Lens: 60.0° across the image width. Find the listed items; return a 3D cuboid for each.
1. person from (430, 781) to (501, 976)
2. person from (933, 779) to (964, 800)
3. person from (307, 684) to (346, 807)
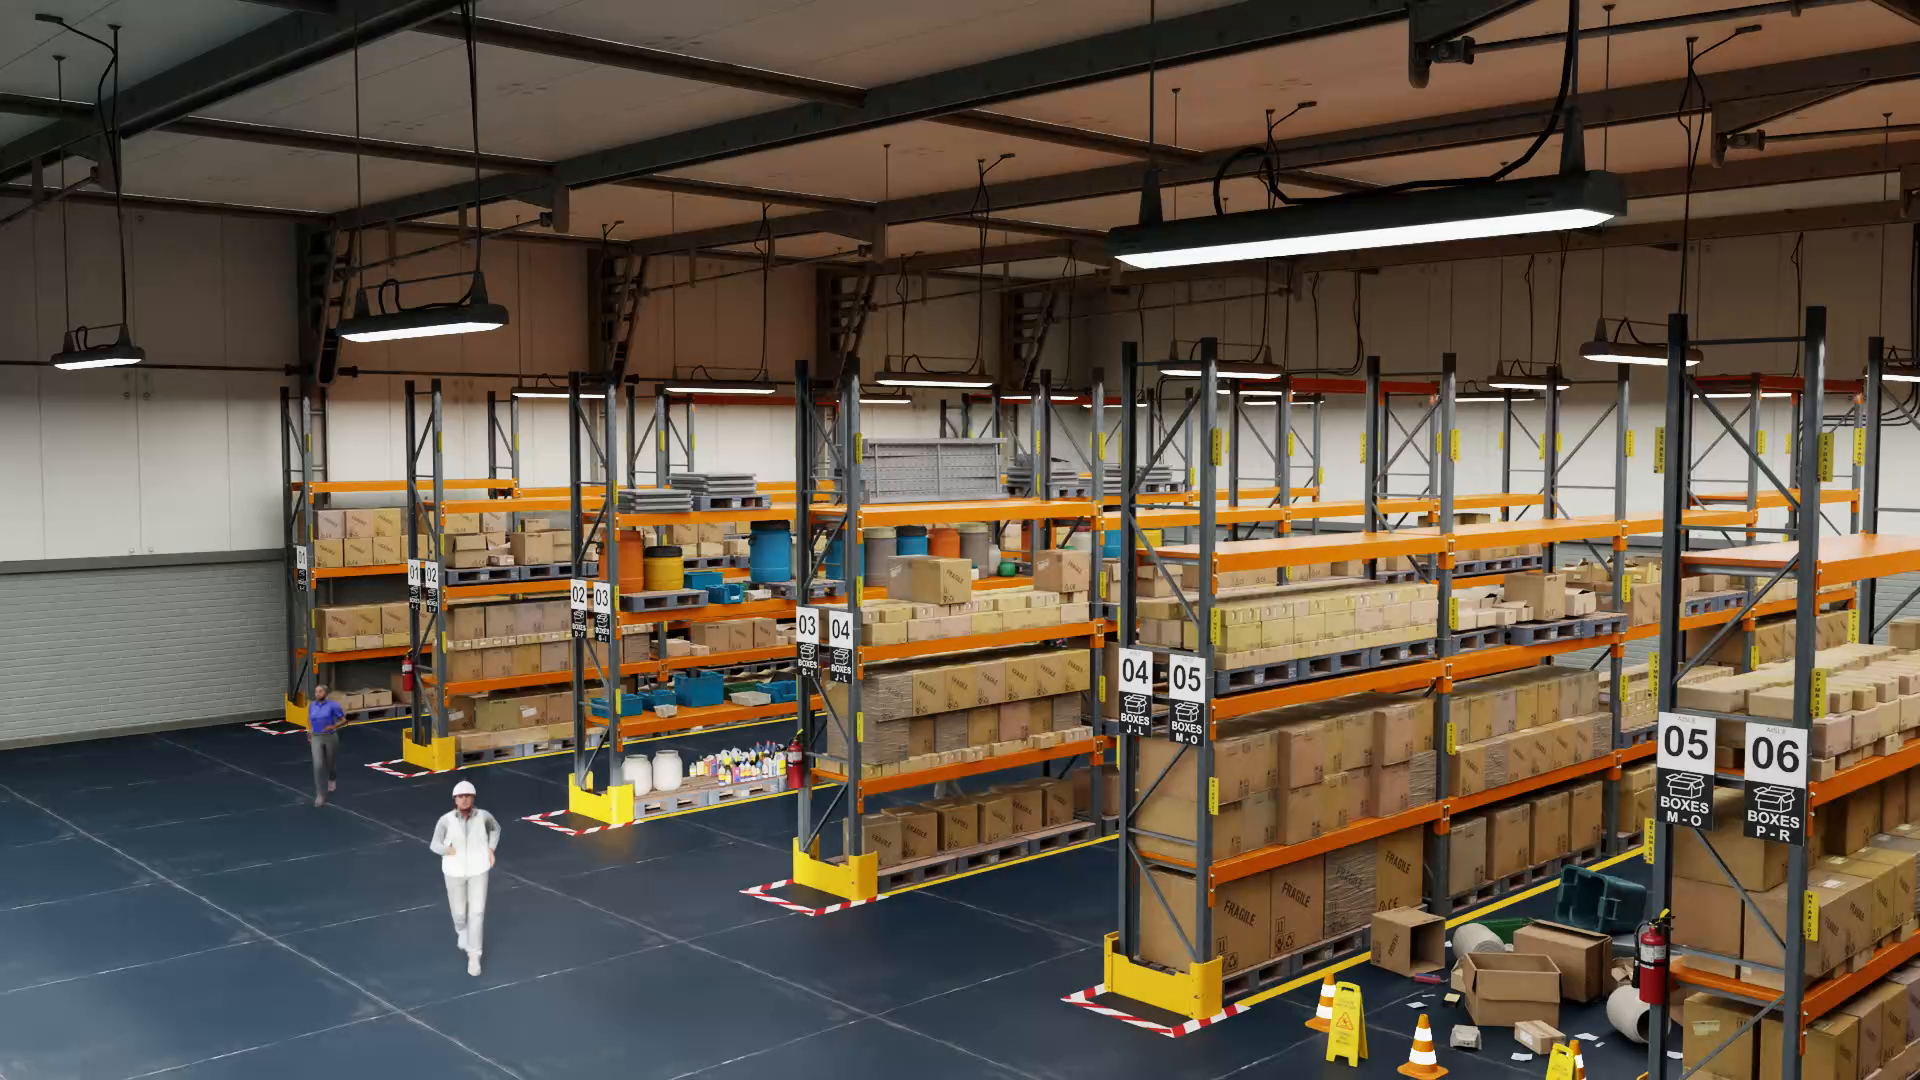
[{"bbox_3d":[-4.790,3.222,16.131,0.657,1.776,0.950,-1,4,-15],"label":"person"},{"bbox_3d":[-0.208,2.898,22.379,0.556,1.705,0.855,3,5,41],"label":"person"},{"bbox_3d":[-8.928,2.849,23.416,0.569,1.669,0.836,0,4,-7],"label":"person"}]
